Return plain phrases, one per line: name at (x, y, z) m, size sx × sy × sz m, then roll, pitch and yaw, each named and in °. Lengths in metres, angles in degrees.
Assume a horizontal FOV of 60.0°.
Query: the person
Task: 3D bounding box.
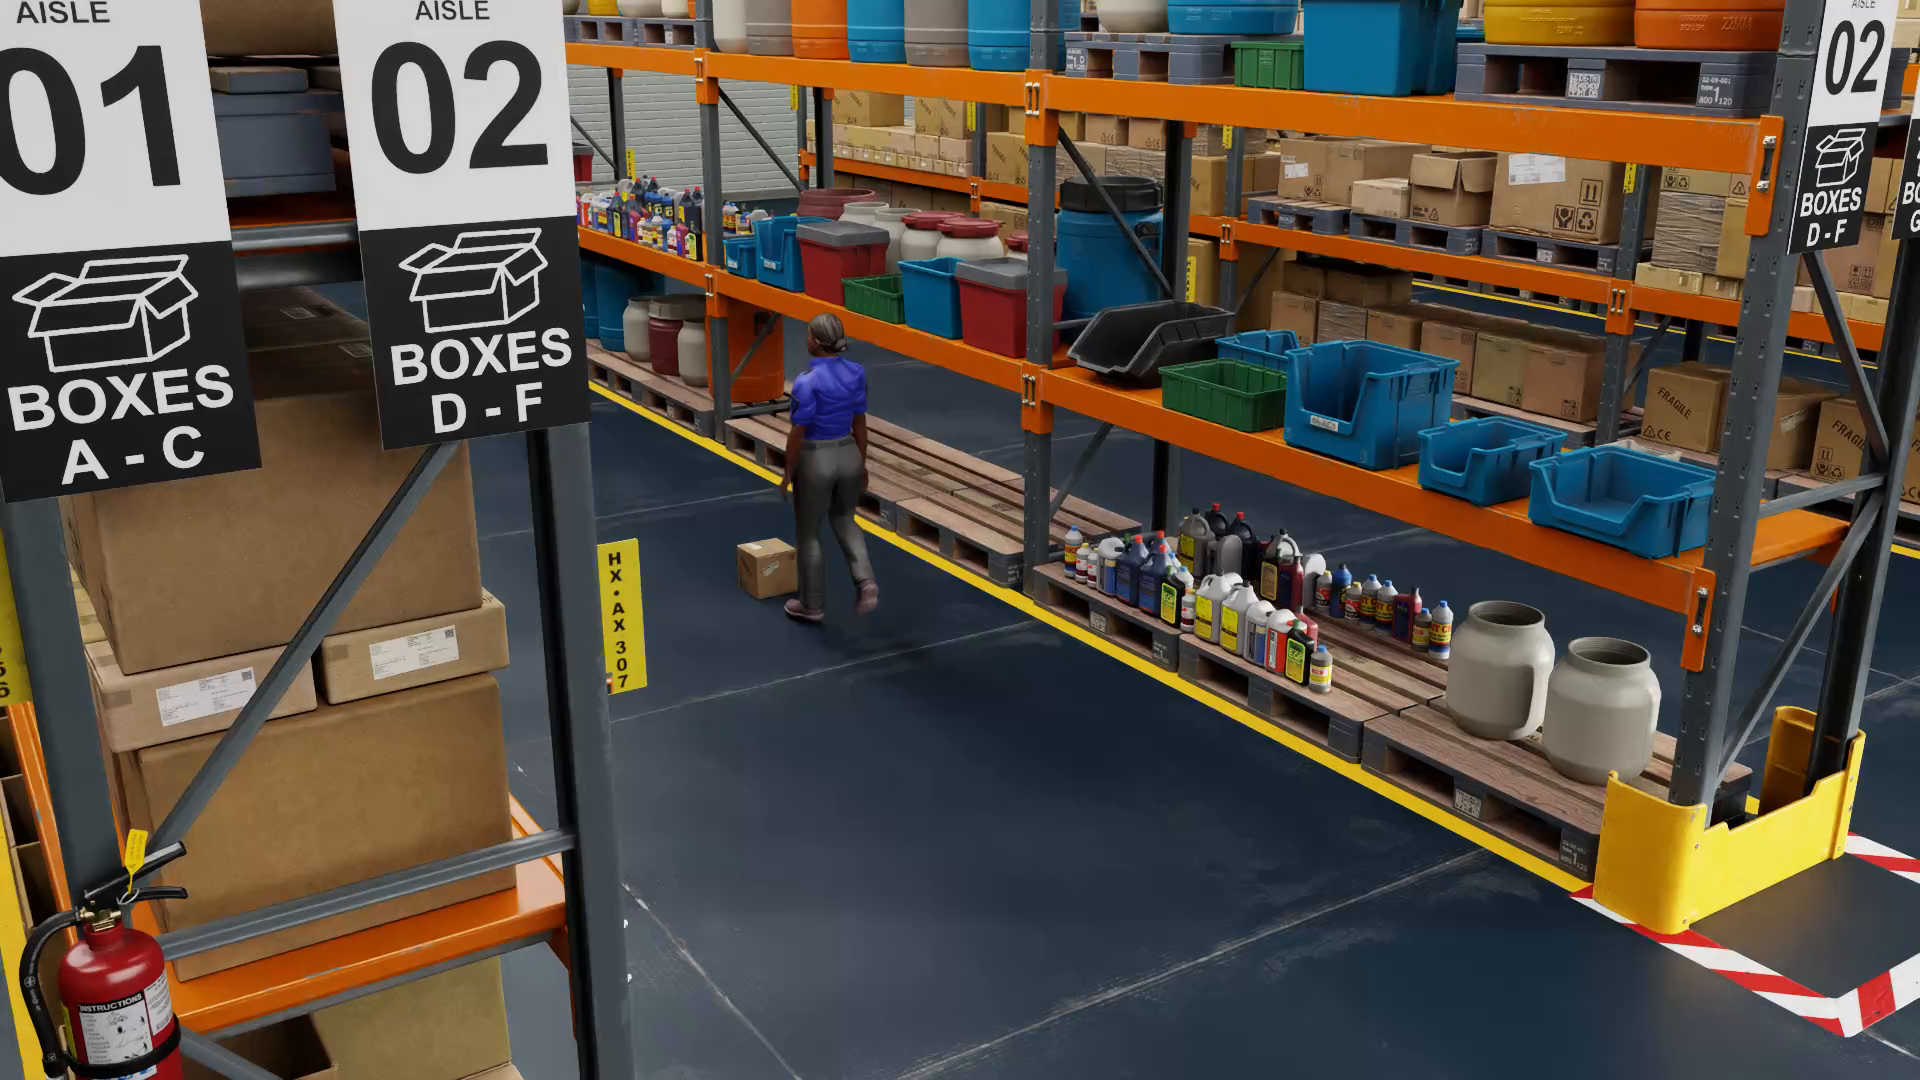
person at (-0.705, -0.367, 8.605) m, size 0.491 × 1.656 × 0.537 m, roll -14°, pitch 23°, yaw -36°
